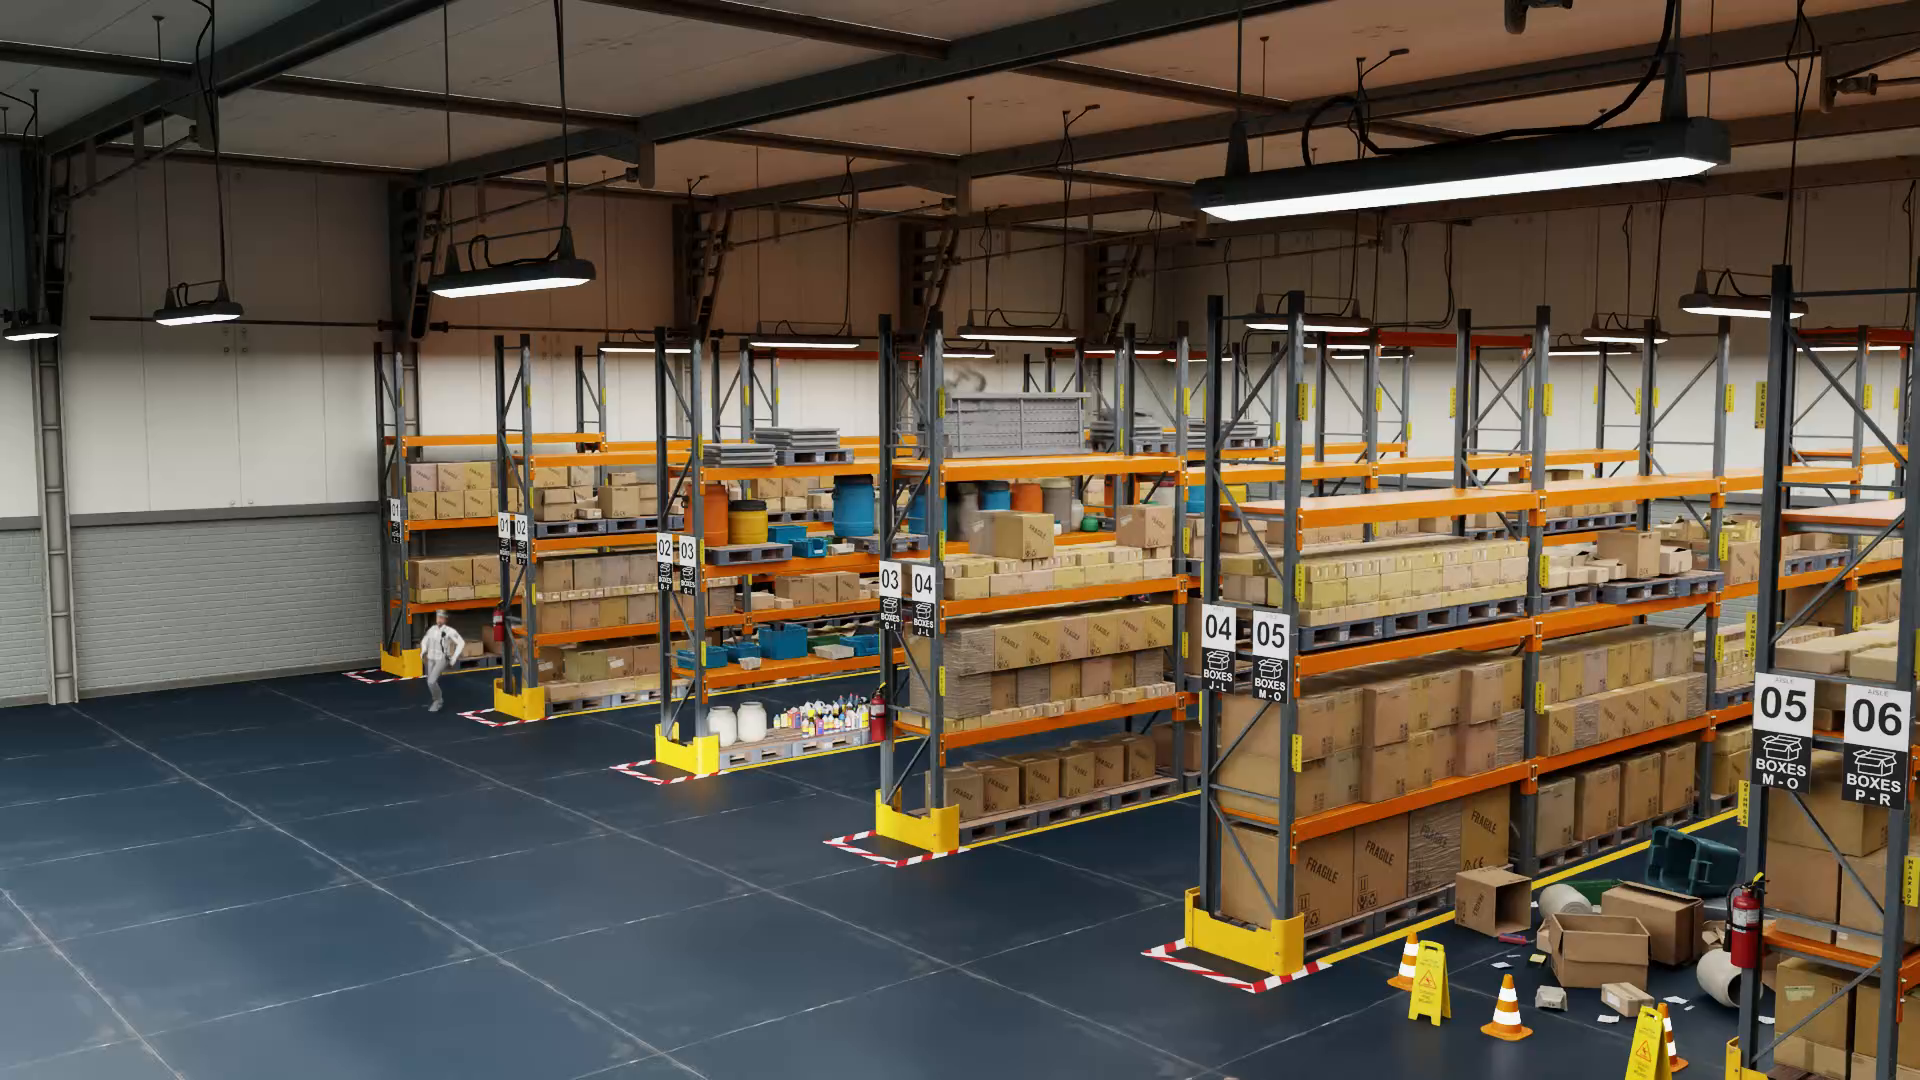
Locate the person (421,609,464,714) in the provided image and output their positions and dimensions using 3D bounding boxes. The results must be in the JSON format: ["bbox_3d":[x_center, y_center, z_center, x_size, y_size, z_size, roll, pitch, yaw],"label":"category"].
[{"bbox_3d":[-8.292,1.928,26.497,0.684,1.674,0.582,2,6,21],"label":"person"}]
